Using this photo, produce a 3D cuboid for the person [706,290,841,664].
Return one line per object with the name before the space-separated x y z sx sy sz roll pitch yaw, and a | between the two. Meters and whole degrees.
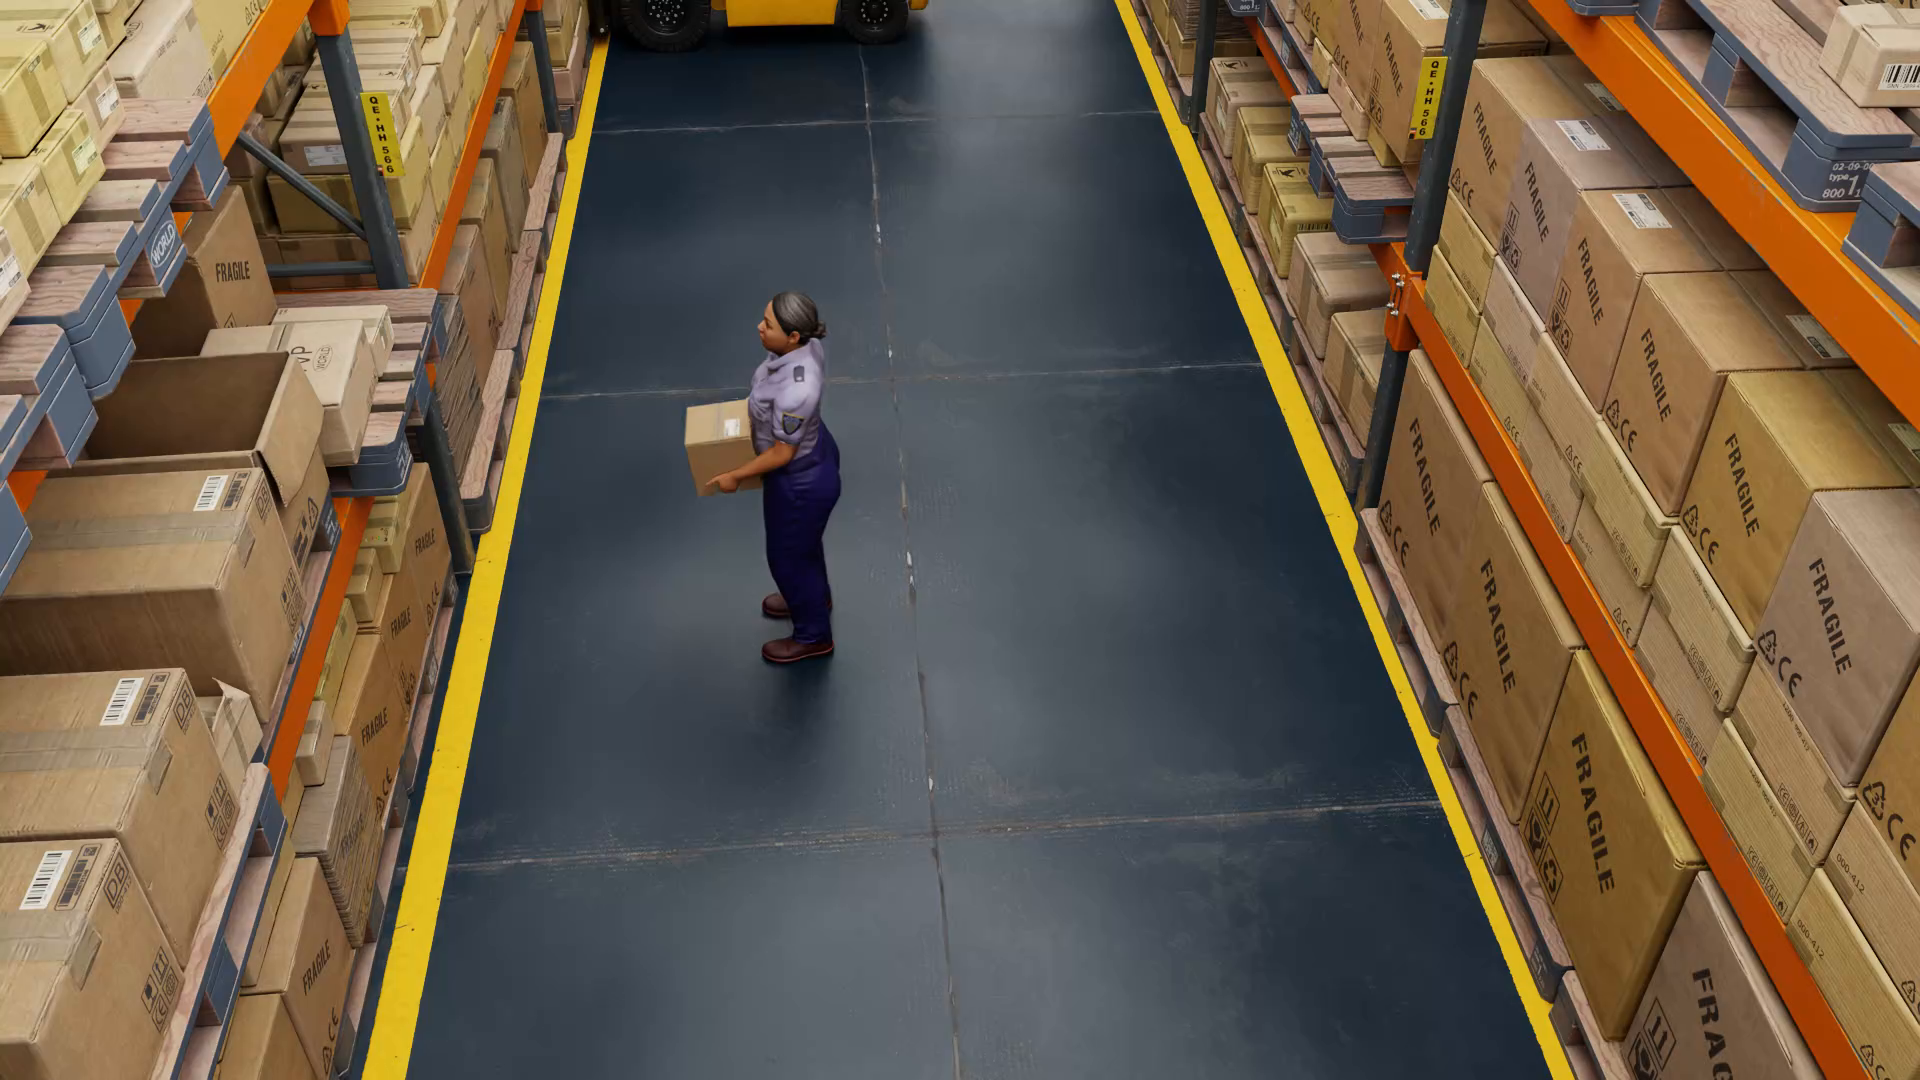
person | -0.720 -0.247 6.466 0.511 1.647 0.471 -3 39 -4
